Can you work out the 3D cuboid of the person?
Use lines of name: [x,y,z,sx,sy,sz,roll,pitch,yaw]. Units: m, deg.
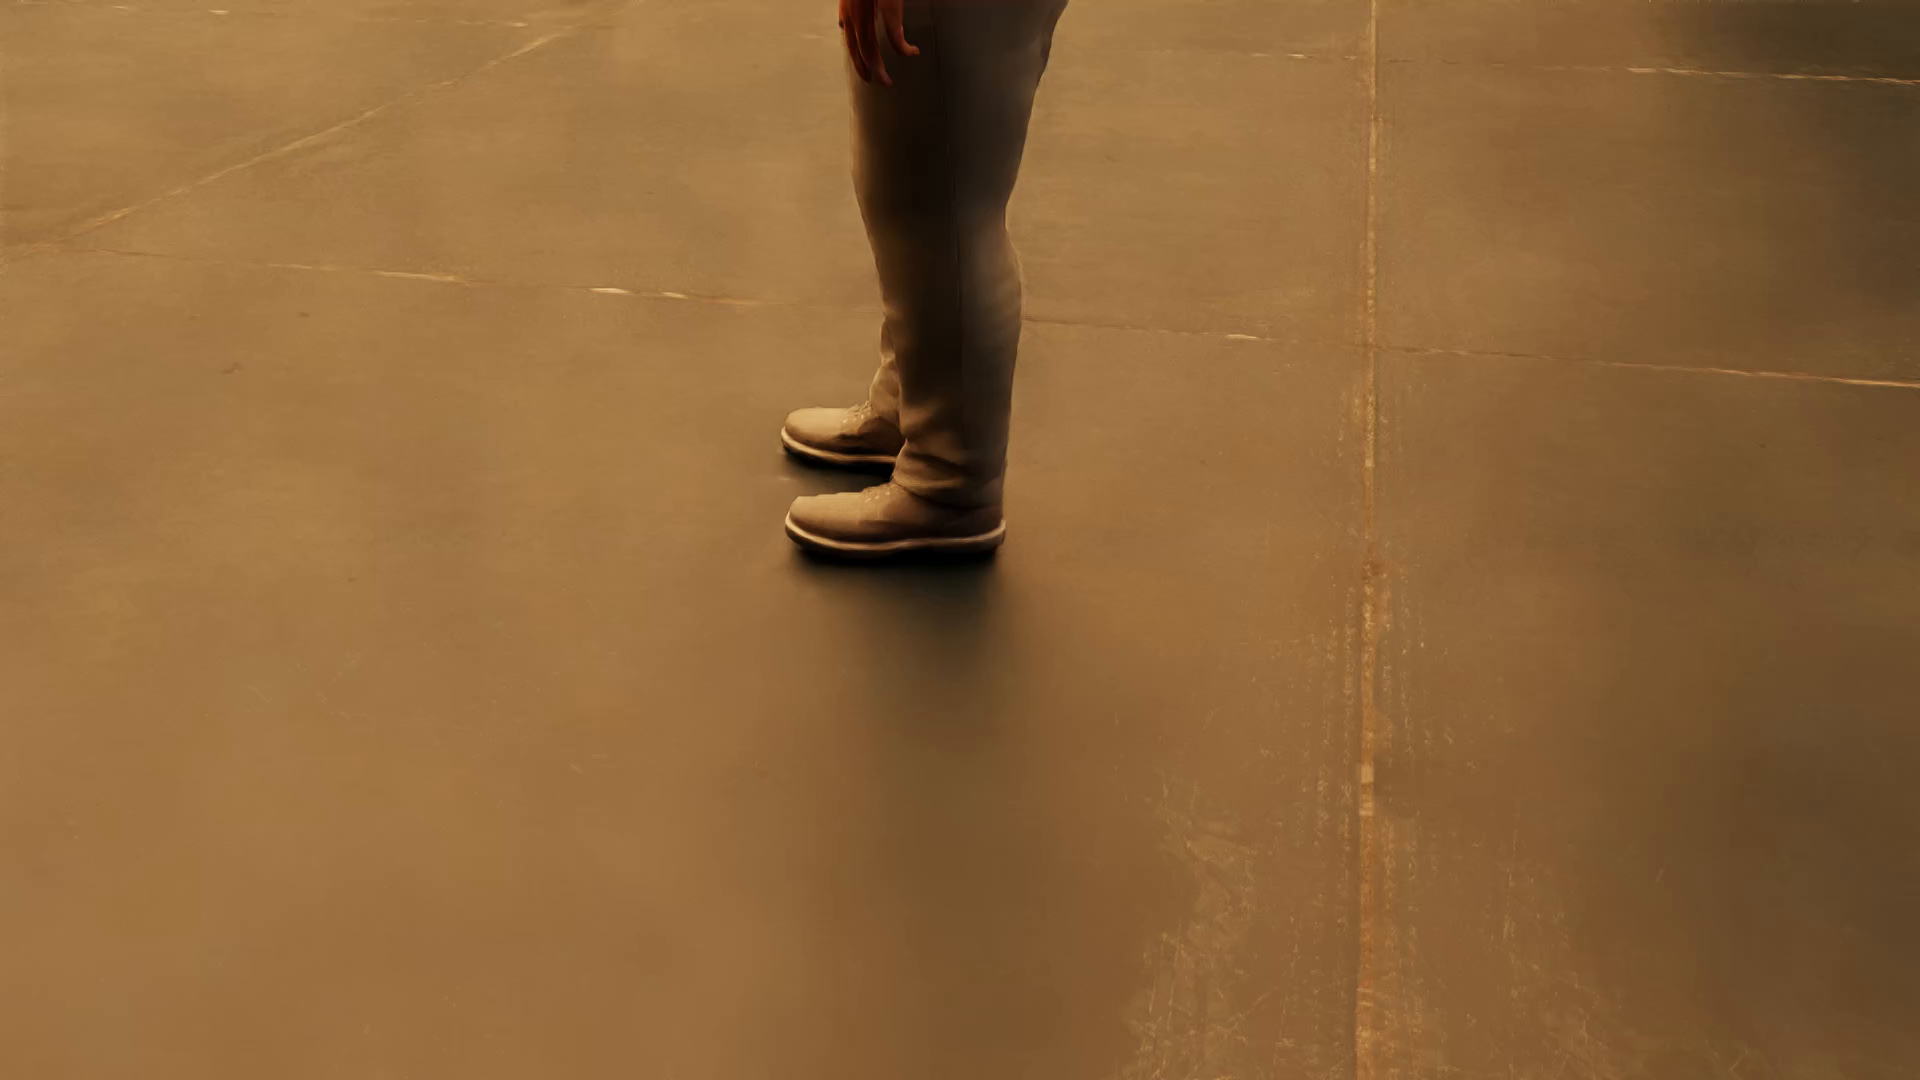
person: [-0.073,-0.816,2.120,0.574,1.781,0.640,6,27,11]
